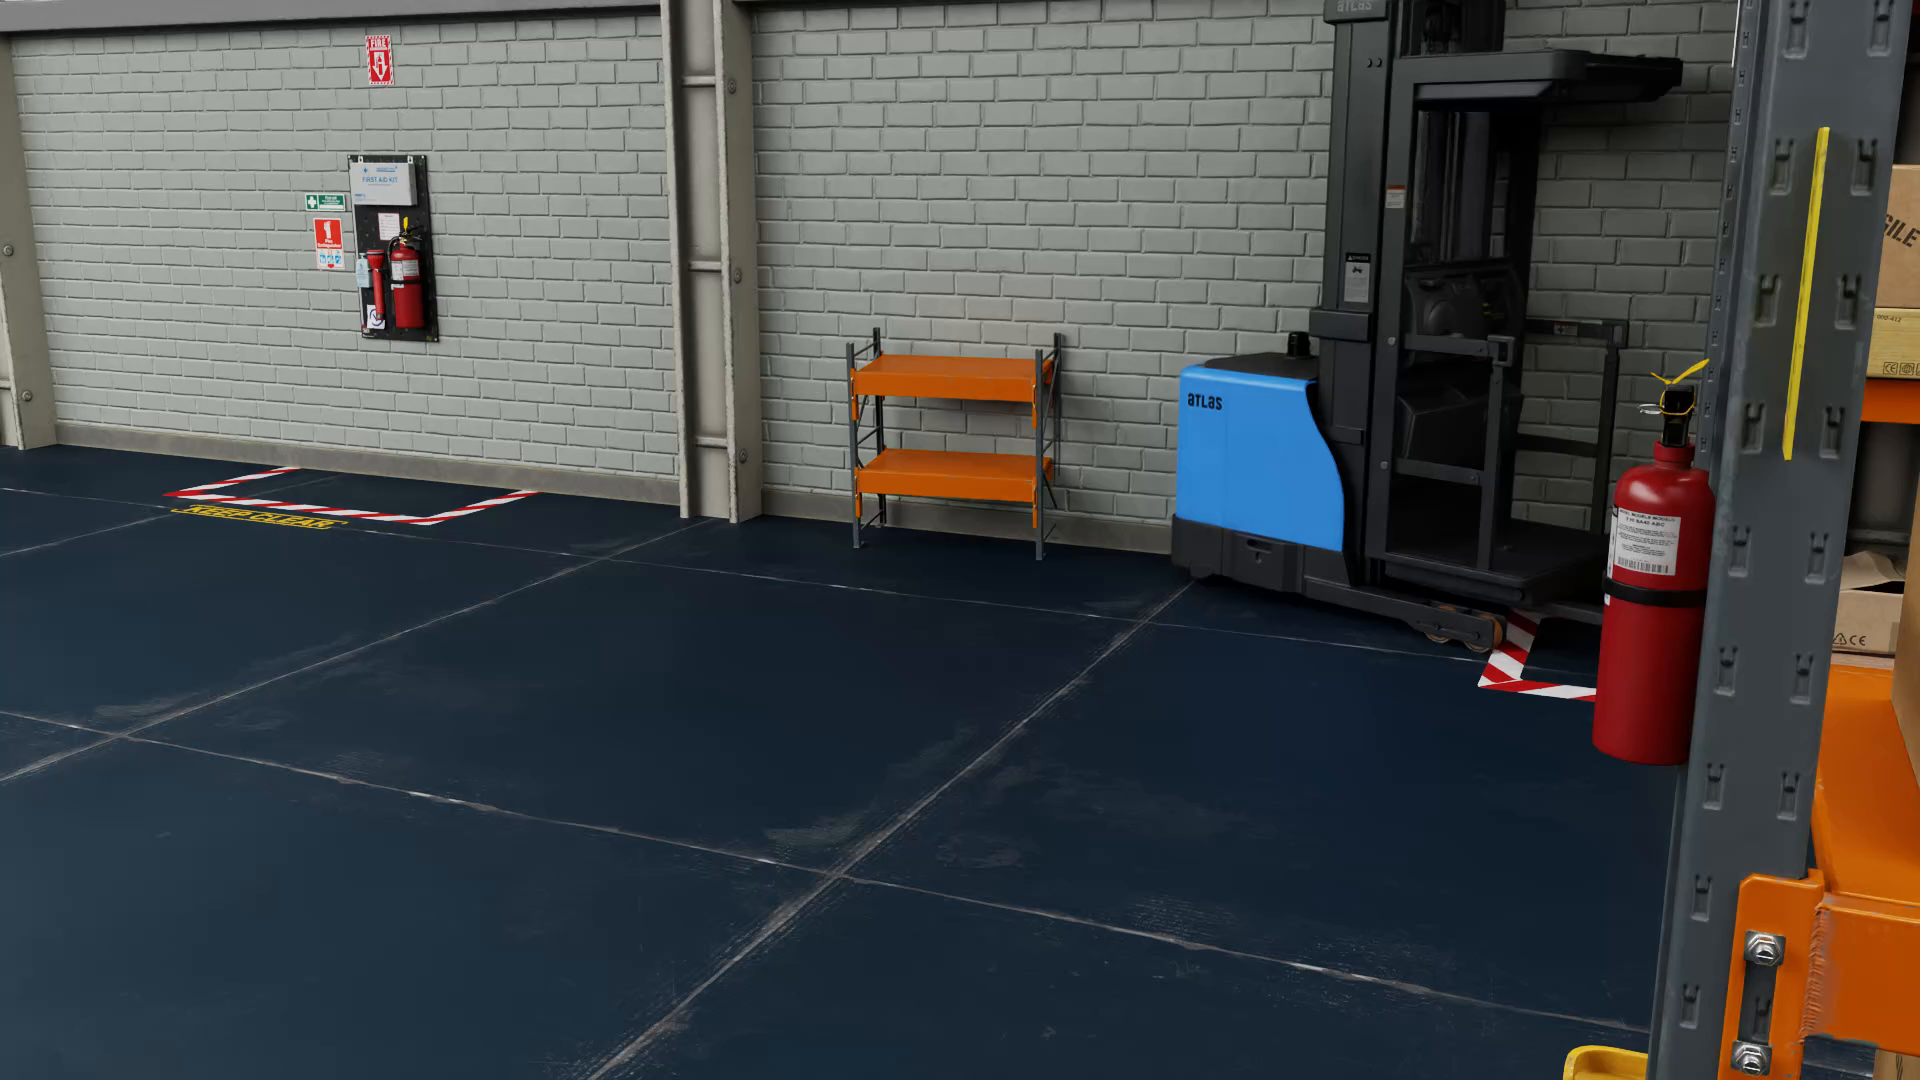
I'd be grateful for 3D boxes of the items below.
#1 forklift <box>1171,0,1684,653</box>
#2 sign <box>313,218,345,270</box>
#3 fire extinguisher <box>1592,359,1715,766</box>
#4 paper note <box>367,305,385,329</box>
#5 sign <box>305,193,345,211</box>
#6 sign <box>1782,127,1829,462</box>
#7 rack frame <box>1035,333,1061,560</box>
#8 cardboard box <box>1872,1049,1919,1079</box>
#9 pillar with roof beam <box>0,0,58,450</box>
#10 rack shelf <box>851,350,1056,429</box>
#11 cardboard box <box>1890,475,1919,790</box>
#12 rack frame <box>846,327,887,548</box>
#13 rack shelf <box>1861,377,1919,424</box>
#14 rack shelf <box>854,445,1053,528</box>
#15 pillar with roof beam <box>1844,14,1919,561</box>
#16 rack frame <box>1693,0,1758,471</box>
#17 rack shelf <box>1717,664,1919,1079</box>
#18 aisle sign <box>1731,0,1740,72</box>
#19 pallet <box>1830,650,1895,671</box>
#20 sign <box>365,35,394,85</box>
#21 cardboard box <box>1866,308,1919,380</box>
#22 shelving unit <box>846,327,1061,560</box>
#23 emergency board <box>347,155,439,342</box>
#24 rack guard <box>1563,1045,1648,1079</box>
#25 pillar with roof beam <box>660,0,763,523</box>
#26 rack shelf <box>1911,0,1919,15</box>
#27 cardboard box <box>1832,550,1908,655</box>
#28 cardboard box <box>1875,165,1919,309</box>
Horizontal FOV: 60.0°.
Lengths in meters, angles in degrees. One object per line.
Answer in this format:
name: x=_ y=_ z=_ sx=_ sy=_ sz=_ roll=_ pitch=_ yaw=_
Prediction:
forklift: x=2.439 y=-1.071 z=7.402 sx=1.130 sy=2.935 sz=3.031 roll=-12 pitch=18 yaw=-41
sign: x=-4.120 y=-1.935 z=10.858 sx=0.234 sy=0.329 sz=0.001 roll=6 pitch=14 yaw=23
fire extinguisher: x=1.160 y=0.027 z=2.742 sx=0.183 sy=0.674 sz=0.296 roll=6 pitch=14 yaw=23
paper note: x=-3.790 y=-1.447 z=10.784 sx=0.142 sy=0.148 sz=0.016 roll=6 pitch=14 yaw=23
sign: x=-4.119 y=-2.191 z=10.788 sx=0.331 sy=0.109 sz=0.001 roll=6 pitch=14 yaw=23
sign: x=0.850 y=-0.247 z=1.673 sx=0.005 sy=0.325 sz=0.100 roll=6 pitch=14 yaw=23
rack frame: x=0.472 y=-0.502 z=8.858 sx=0.032 sy=1.125 sz=0.500 roll=4 pitch=18 yaw=15
cardboard box: x=1.691 y=0.854 z=2.507 sx=0.500 sy=0.500 sz=0.500 roll=6 pitch=14 yaw=23
pillar with roof beam: x=-8.642 y=-4.185 z=7.392 sx=0.400 sy=9.000 sz=9.100 roll=6 pitch=14 yaw=23
rack shelf: x=-0.024 y=-0.813 z=8.899 sx=1.000 sy=0.278 sz=0.538 roll=4 pitch=18 yaw=15
cardboard box: x=1.502 y=0.095 z=2.066 sx=0.500 sy=0.500 sz=0.700 roll=6 pitch=14 yaw=23
rack frame: x=-0.509 y=-0.565 z=9.116 sx=0.032 sy=1.125 sz=0.500 roll=4 pitch=18 yaw=15
rack shelf: x=4.912 y=-0.402 z=5.977 sx=4.000 sy=0.370 sz=1.077 roll=6 pitch=14 yaw=23
rack shelf: x=-0.014 y=-0.300 z=9.060 sx=1.000 sy=0.278 sz=0.538 roll=4 pitch=18 yaw=15
pillar with roof beam: x=2.330 y=-3.075 z=2.660 sx=0.400 sy=9.000 sz=9.100 roll=6 pitch=14 yaw=23
rack frame: x=3.083 y=-0.937 z=6.684 sx=0.127 sy=3.000 sz=1.000 roll=6 pitch=14 yaw=23
rack shelf: x=2.909 y=0.633 z=1.566 sx=4.000 sy=0.370 sz=1.077 roll=6 pitch=14 yaw=23
aisle sign: x=2.896 y=-2.147 z=6.148 sx=0.004 sy=0.787 sz=0.394 roll=6 pitch=14 yaw=23
pallet: x=3.881 y=0.510 z=6.621 sx=1.213 sy=0.211 sz=1.003 roll=6 pitch=14 yaw=23
sign: x=-3.623 y=-2.995 z=10.379 sx=0.199 sy=0.298 sz=0.001 roll=6 pitch=14 yaw=23
cardboard box: x=3.401 y=-0.763 z=6.224 sx=0.500 sy=0.250 sz=0.500 roll=5 pitch=14 yaw=22
shelving unit: x=-0.019 y=-0.533 z=8.987 sx=1.048 sy=1.125 sz=0.538 roll=4 pitch=18 yaw=15
emergency board: x=-3.656 y=-1.845 z=10.552 sx=0.643 sy=1.169 sz=0.194 roll=6 pitch=14 yaw=23
rack guard: x=1.058 y=1.312 z=2.568 sx=0.348 sy=0.500 sz=1.175 roll=6 pitch=14 yaw=23
pillar with roof beam: x=-3.156 y=-3.630 z=5.026 sx=0.400 sy=9.000 sz=9.100 roll=6 pitch=14 yaw=23
rack shelf: x=4.912 y=-1.862 z=5.635 sx=4.000 sy=0.370 sz=1.077 roll=6 pitch=14 yaw=23
cardboard box: x=3.679 y=0.240 z=6.588 sx=0.500 sy=0.311 sz=0.500 roll=4 pitch=14 yaw=17
cardboard box: x=3.398 y=-1.132 z=6.157 sx=0.500 sy=0.500 sz=0.500 roll=6 pitch=14 yaw=23
